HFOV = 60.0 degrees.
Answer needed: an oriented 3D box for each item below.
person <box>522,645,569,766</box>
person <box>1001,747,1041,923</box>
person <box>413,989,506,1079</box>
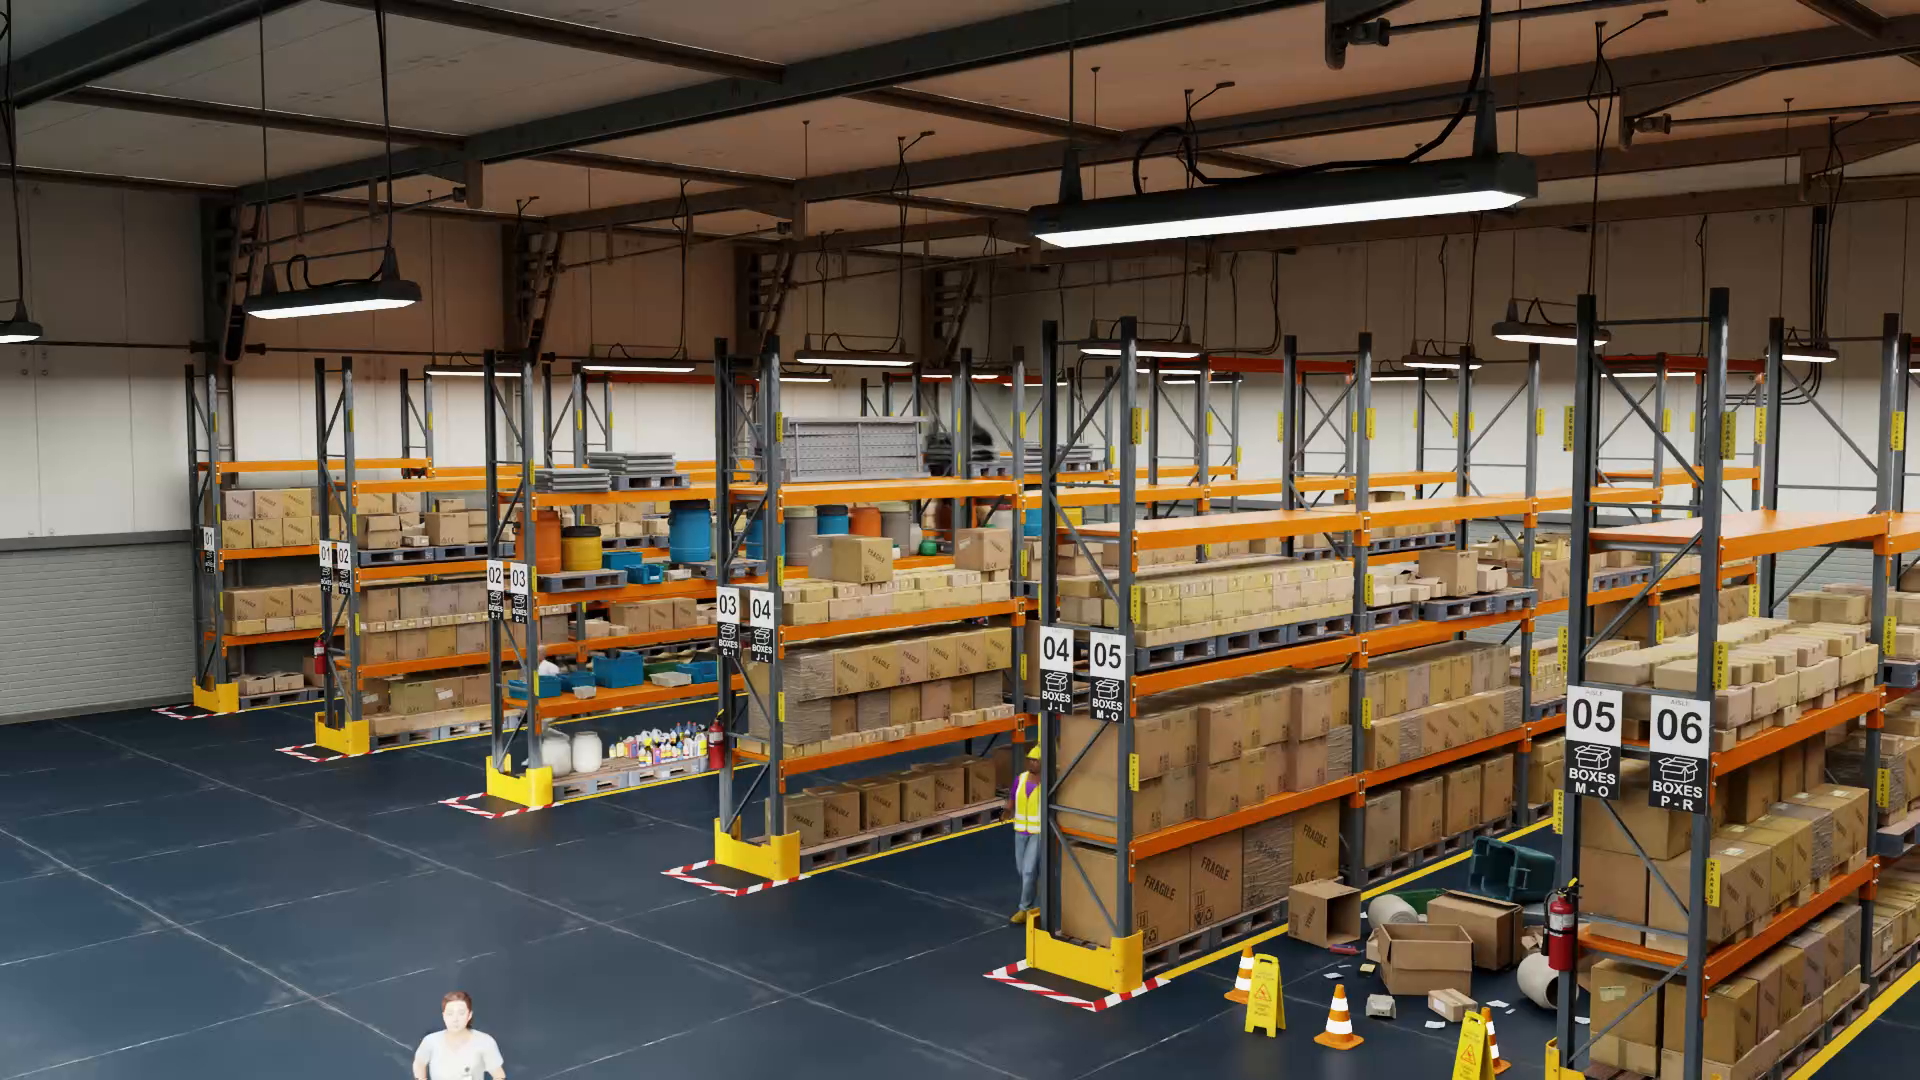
[{"bbox_3d":[-6.148,2.410,24.489,0.725,1.751,0.807,3,5,32],"label":"person"},{"bbox_3d":[0.764,2.983,17.024,0.703,1.736,0.893,3,5,34],"label":"person"},{"bbox_3d":[-3.064,3.567,10.178,0.567,1.669,0.879,-1,4,-9],"label":"person"}]
